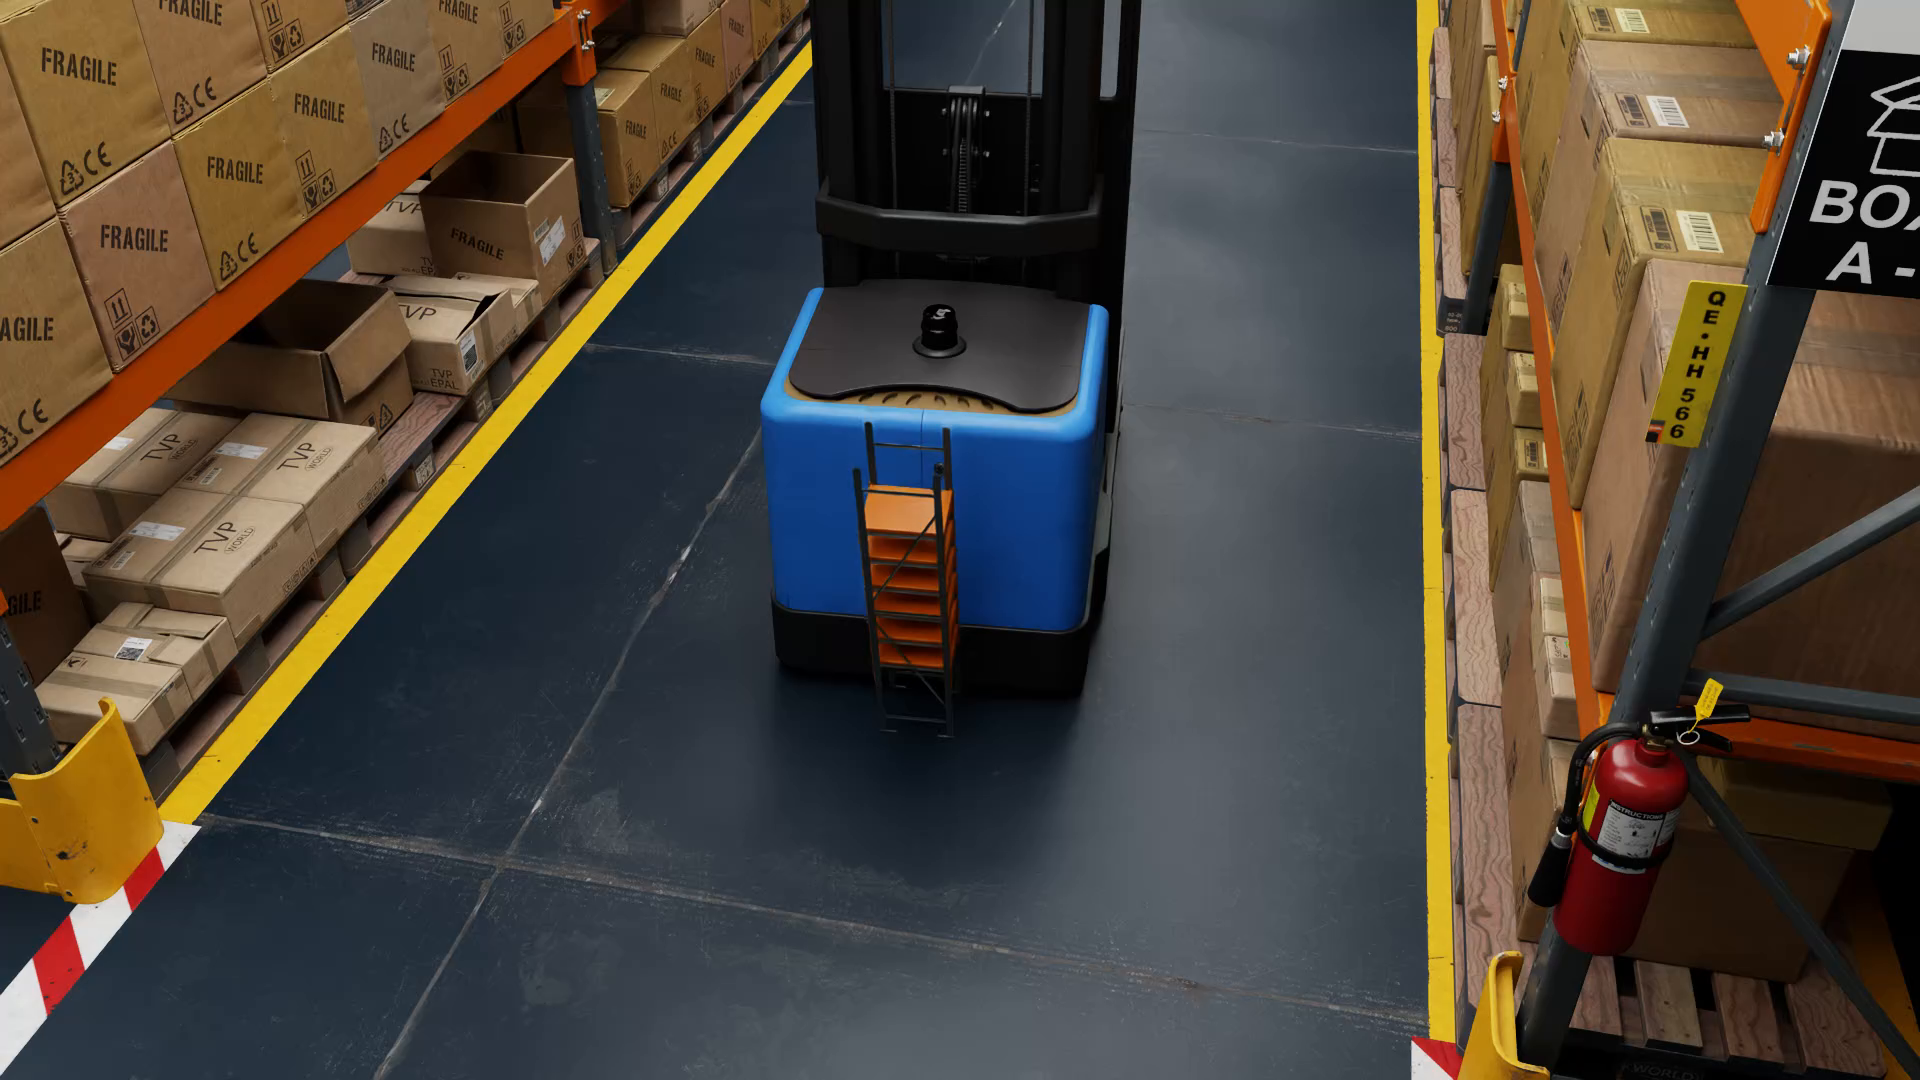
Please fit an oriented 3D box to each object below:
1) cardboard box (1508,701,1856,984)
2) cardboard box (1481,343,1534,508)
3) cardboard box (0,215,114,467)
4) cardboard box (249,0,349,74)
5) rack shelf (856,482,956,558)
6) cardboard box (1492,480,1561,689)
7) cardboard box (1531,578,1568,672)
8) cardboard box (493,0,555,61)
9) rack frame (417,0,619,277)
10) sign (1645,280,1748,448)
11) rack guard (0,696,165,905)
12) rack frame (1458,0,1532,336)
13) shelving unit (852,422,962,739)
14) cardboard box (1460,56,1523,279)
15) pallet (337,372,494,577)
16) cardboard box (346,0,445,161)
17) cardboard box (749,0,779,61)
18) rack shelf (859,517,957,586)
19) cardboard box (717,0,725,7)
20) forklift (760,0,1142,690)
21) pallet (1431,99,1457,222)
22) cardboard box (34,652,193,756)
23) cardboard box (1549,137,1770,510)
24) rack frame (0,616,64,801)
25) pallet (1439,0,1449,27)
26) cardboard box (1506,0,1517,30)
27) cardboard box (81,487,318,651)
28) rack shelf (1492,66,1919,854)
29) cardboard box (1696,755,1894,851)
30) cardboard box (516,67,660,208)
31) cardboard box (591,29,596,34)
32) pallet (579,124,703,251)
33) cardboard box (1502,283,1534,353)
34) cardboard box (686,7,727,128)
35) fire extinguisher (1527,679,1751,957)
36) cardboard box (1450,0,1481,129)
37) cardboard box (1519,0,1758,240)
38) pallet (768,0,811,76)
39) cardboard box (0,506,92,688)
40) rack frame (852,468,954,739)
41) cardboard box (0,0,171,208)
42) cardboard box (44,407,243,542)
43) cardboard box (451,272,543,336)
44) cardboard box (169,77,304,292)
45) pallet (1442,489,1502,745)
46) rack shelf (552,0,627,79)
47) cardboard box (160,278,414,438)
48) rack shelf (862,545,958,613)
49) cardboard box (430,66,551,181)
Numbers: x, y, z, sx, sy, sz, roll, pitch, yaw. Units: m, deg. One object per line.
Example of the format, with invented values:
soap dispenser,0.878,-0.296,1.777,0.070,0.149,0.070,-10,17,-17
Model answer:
cardboard box,1.875,0.764,4.412,0.700,0.500,0.500,7,37,10
cardboard box,2.307,-0.412,6.034,0.700,0.500,0.500,7,37,9
cardboard box,-2.665,-0.545,4.360,0.500,0.500,0.500,8,37,11
cardboard box,-2.341,-1.828,5.279,0.500,0.500,0.500,7,37,10
rack shelf,-0.152,-0.058,4.768,0.258,0.103,0.180,5,48,7
cardboard box,2.088,0.189,5.206,0.700,0.500,0.500,6,36,8
cardboard box,1.778,0.258,4.557,0.380,0.149,0.250,8,37,11
cardboard box,-2.019,-2.298,6.779,0.500,0.500,0.500,8,37,11
rack frame,-2.163,-2.576,7.248,1.000,3.000,0.127,7,37,10
sign,1.296,-0.305,2.926,0.100,0.325,0.005,7,37,10
rack guard,-3.001,0.686,4.878,1.175,0.500,0.348,7,37,10
rack frame,2.677,-1.957,6.395,1.000,3.000,0.127,7,37,10
shelving unit,-0.143,0.156,5.000,0.258,1.200,0.189,5,48,7
cardboard box,2.689,-1.646,7.439,0.750,0.750,0.750,8,37,11
pallet,-2.569,-0.352,6.556,1.003,0.211,1.213,7,37,10
cardboard box,-2.235,-1.707,5.965,0.500,0.500,0.500,8,37,11
cardboard box,-1.390,-3.173,9.827,0.500,0.500,0.500,6,36,8
rack shelf,-0.148,0.023,4.856,0.258,0.103,0.180,5,48,7
cardboard box,-1.501,-3.154,9.161,0.500,0.250,0.500,7,36,9
forklift,0.081,-1.549,5.889,1.130,2.935,3.031,4,36,6
pallet,3.027,-1.982,8.804,1.003,0.211,1.213,7,37,10
cardboard box,-2.592,0.496,5.064,0.380,0.149,0.250,7,37,10
cardboard box,2.067,-0.498,4.125,0.980,0.700,0.700,7,37,10
rack frame,-3.017,-0.283,4.084,1.000,3.000,0.127,7,37,10
pallet,3.700,-3.569,10.995,1.003,0.211,1.213,7,37,10
cardboard box,2.504,-2.241,6.983,0.380,0.149,0.250,8,37,11
cardboard box,-2.517,0.089,5.539,0.500,0.250,0.500,7,37,10
rack shelf,2.250,-0.520,5.024,1.077,0.370,4.000,7,37,10
cardboard box,2.044,0.598,4.088,0.380,0.149,0.250,8,37,10
cardboard box,-1.821,-1.989,8.193,0.500,0.500,0.500,6,36,8
cardboard box,-2.116,-2.631,9.079,0.500,0.500,0.500,8,37,11
pallet,-2.026,-1.918,8.717,1.003,0.211,1.213,7,37,10
cardboard box,2.166,-0.789,6.001,0.380,0.149,0.250,8,37,12
cardboard box,-1.604,-2.582,9.011,0.500,0.500,0.500,8,37,11
fire extinguisher,1.340,0.547,3.323,0.296,0.674,0.183,7,37,10
cardboard box,3.053,-2.644,8.816,0.750,0.750,0.750,7,37,10
cardboard box,2.384,-1.352,5.304,0.980,0.700,0.700,6,36,9
pallet,-1.505,-3.317,10.647,1.003,0.211,1.213,7,37,10
cardboard box,-3.142,0.208,5.162,0.500,0.500,0.500,7,37,10
rack frame,-0.156,0.222,4.939,0.240,1.200,0.006,5,48,7
cardboard box,-2.560,-1.250,4.482,0.500,0.500,0.500,8,37,10
cardboard box,-2.909,-0.231,5.981,0.500,0.250,0.500,7,37,10
cardboard box,-2.029,-1.015,7.149,0.380,0.149,0.250,7,37,10
cardboard box,-2.450,-1.129,5.166,0.500,0.500,0.500,7,37,10
pallet,2.180,0.299,5.657,1.003,0.211,1.213,7,37,10
rack shelf,-1.736,-3.432,9.042,1.077,0.370,4.000,7,37,10
cardboard box,-2.559,-0.666,6.365,0.797,0.503,0.637,7,37,10
rack shelf,-0.145,0.104,4.944,0.258,0.103,0.180,5,48,7
cardboard box,-2.337,-2.061,8.293,0.500,0.500,0.500,7,37,10
